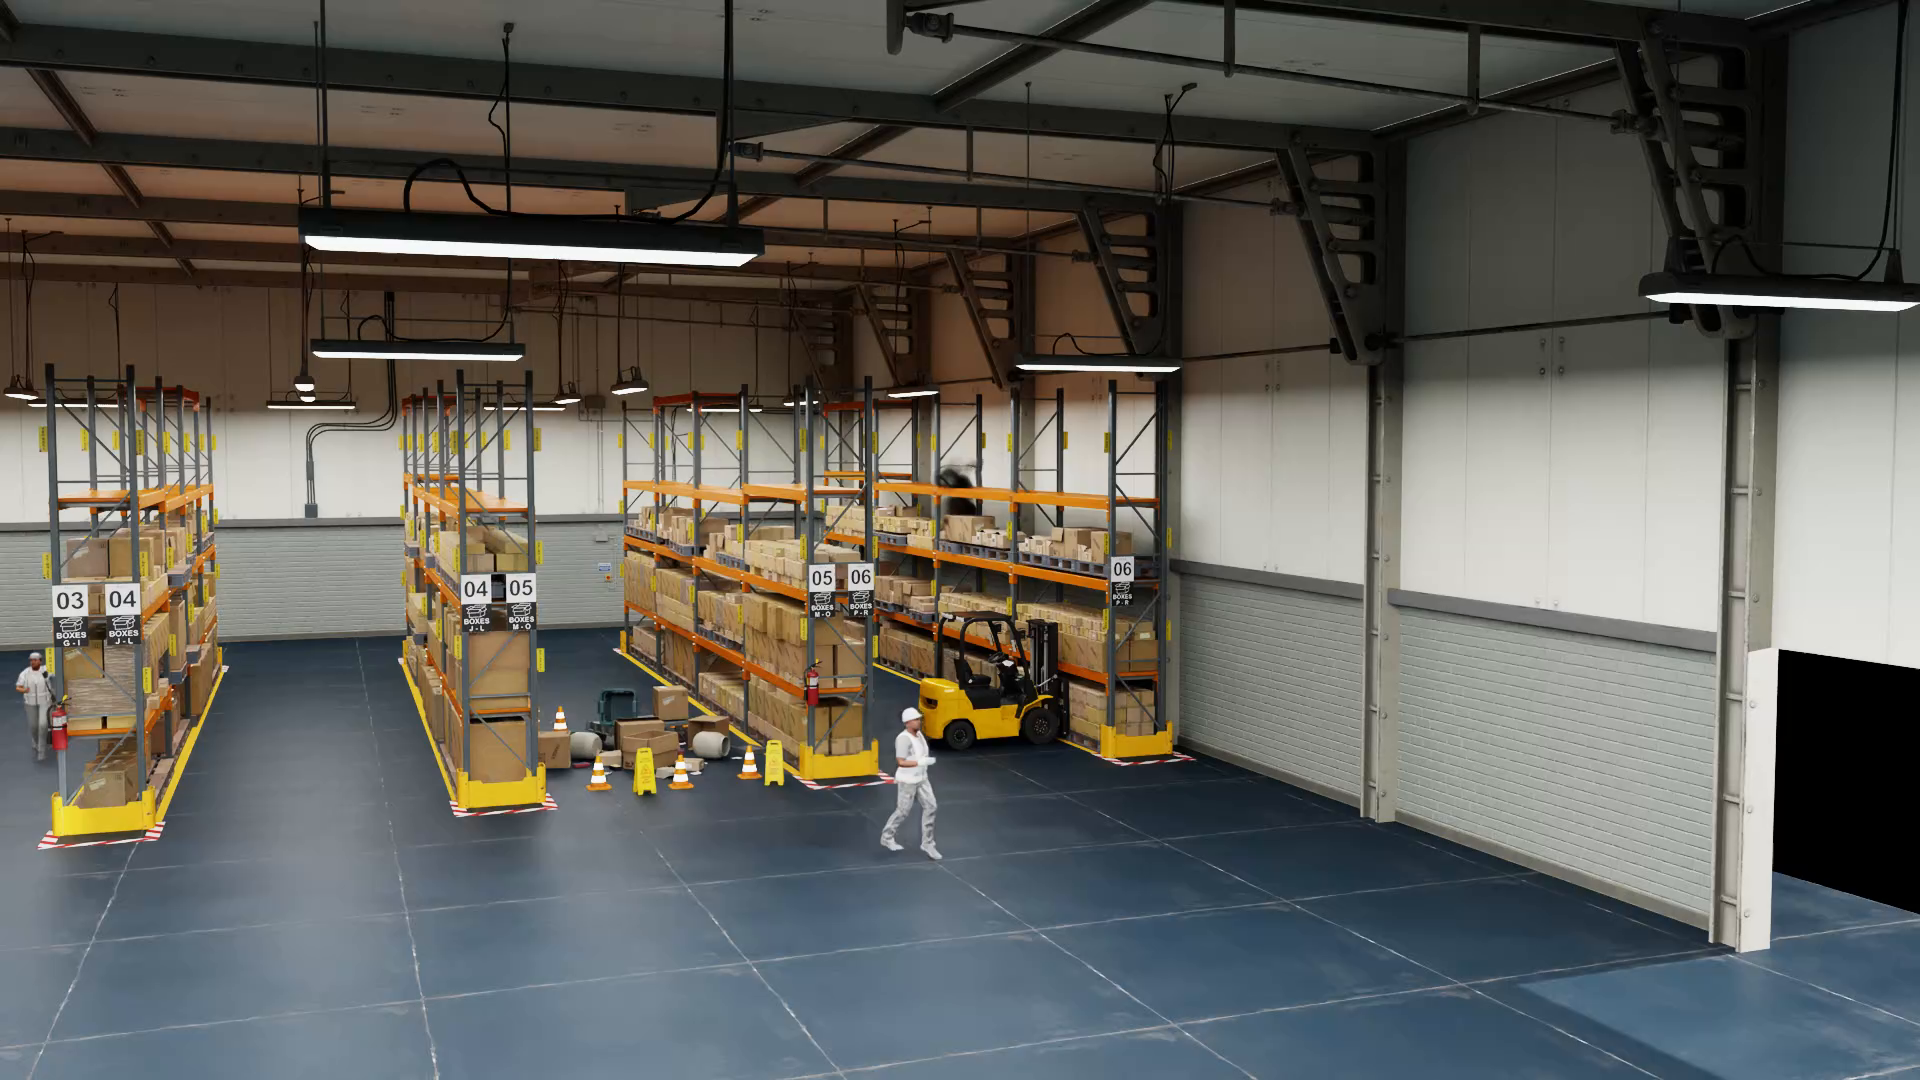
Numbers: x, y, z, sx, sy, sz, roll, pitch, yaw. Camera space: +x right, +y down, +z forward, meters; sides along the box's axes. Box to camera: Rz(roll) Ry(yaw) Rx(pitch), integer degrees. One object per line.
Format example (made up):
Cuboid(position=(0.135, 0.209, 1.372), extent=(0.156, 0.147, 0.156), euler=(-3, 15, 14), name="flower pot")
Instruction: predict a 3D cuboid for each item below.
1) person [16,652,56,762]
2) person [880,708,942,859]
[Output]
Cuboid(position=(-14.675, 2.625, 26.517), extent=(0.614, 1.697, 0.930), euler=(-1, 3, -17), name="person")
Cuboid(position=(-0.599, 2.939, 20.055), extent=(0.808, 1.847, 0.660), euler=(2, 4, 28), name="person")
